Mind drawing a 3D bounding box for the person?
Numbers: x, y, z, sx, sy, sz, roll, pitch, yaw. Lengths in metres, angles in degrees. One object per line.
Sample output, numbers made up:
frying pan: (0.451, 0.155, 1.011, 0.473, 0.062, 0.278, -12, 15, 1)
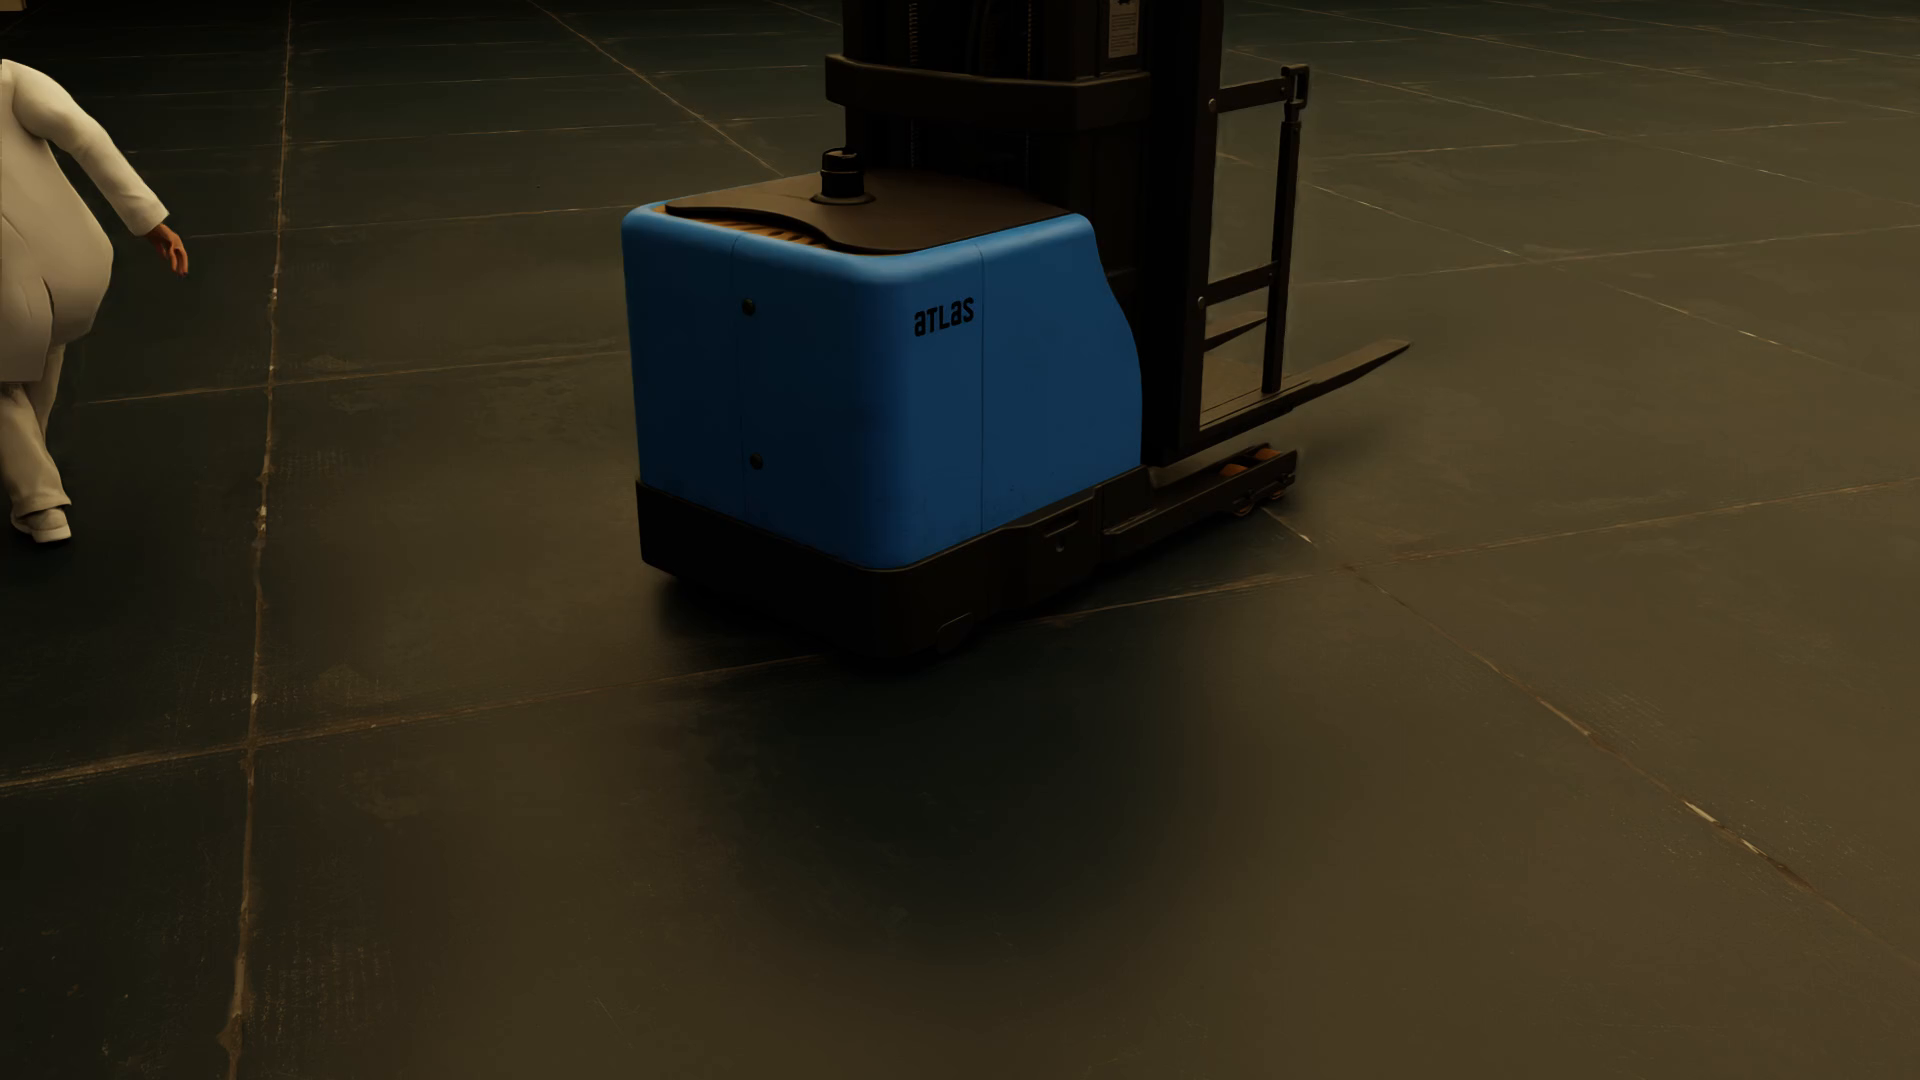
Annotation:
person: (-2.854, -0.851, 5.082, 0.804, 1.599, 0.828, -14, 27, -31)

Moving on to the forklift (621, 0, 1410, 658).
forklift: (0.442, -1.541, 4.964, 1.130, 2.935, 3.031, 19, 29, 38)
